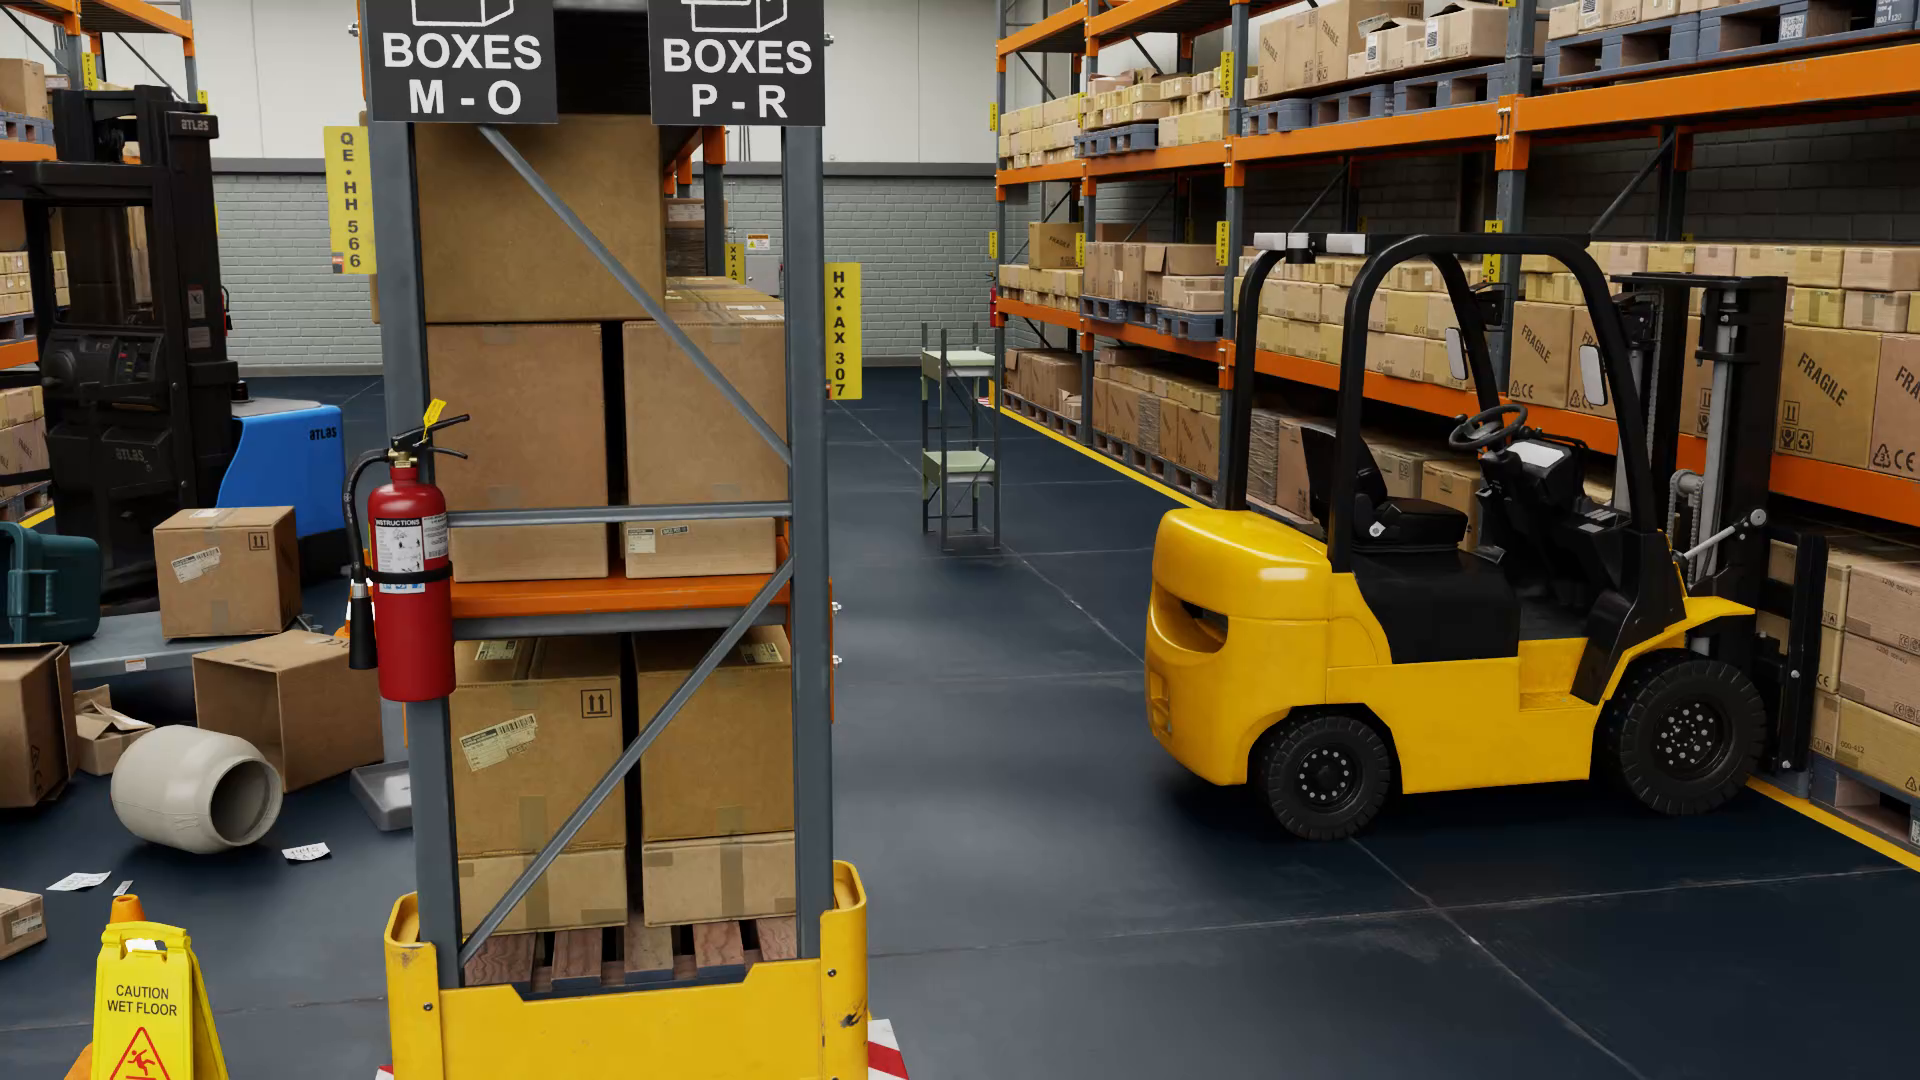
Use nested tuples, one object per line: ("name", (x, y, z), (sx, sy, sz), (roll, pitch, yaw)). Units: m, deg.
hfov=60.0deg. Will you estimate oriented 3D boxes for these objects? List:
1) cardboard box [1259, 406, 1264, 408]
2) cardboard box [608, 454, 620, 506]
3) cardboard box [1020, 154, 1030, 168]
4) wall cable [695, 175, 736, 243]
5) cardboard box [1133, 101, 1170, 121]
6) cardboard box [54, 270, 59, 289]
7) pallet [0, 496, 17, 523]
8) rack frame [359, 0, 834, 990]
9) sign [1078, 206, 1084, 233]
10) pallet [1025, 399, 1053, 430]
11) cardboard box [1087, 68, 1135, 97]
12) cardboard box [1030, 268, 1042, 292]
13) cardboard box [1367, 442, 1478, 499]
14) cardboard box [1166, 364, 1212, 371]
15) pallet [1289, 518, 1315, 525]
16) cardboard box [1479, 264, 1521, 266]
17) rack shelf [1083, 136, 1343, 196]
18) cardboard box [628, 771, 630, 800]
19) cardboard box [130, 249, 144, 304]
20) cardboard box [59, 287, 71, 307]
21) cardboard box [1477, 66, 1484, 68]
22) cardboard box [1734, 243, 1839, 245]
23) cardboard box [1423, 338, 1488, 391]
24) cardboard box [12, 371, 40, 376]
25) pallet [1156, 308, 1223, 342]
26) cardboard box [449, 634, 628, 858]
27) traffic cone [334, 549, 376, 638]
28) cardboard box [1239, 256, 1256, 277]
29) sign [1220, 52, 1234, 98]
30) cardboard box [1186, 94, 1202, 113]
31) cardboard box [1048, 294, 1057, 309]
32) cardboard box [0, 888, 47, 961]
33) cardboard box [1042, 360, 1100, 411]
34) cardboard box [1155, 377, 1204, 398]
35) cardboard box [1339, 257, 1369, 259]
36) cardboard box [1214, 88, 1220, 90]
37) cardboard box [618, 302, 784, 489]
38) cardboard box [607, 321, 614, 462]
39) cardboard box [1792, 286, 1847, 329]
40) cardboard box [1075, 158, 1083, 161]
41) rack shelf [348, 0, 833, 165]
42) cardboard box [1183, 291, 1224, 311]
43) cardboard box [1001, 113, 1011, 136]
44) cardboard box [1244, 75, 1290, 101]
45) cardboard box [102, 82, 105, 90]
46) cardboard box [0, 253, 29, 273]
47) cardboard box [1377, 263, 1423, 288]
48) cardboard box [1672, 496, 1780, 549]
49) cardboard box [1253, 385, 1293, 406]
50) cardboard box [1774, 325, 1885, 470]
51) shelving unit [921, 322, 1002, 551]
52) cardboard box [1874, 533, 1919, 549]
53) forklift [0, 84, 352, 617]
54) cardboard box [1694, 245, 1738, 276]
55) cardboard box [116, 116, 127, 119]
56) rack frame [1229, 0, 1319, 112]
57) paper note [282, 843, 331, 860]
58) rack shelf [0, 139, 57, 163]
("cardboard box", (2.610, -0.860, 13.753), (0.500, 0.500, 0.500), (-2, 11, -11))
("cardboard box", (-1.280, -0.180, 5.294), (0.380, 0.149, 0.250), (-2, 11, -10))
("cardboard box", (0.887, -4.262, 18.713), (0.380, 0.149, 0.250), (-2, 11, -11))
("wall cable", (-3.662, -4.575, 24.995), (0.588, 1.984, 0.122), (-2, 11, -11))
("cardboard box", (1.707, -3.692, 14.331), (0.380, 0.149, 0.250), (-2, 11, -10))
("cardboard box", (-7.620, -2.126, 13.599), (0.380, 0.149, 0.250), (-2, 11, -9))
("pallet", (-7.361, -0.097, 11.641), (1.003, 0.211, 1.213), (-2, 11, -11))
("rack frame", (-0.819, -0.055, 3.961), (1.000, 3.000, 0.127), (-2, 11, -11))
("sign", (1.486, -3.911, 20.280), (0.100, 0.325, 0.005), (-2, 11, -11))
("pallet", (1.342, -1.417, 18.577), (1.003, 0.211, 1.213), (-2, 11, -11))
("cardboard box", (1.431, -4.324, 15.747), (0.396, 0.266, 0.258), (-2, 11, -12))
("cardboard box", (1.082, -2.871, 18.366), (0.500, 0.250, 0.500), (-2, 11, -13))
("cardboard box", (3.015, -0.247, 10.200), (0.875, 0.625, 0.625), (-2, 11, -12))
("cardboard box", (2.182, -1.584, 15.826), (0.380, 0.149, 0.250), (-2, 11, -10))
("pallet", (2.849, 0.042, 10.909), (1.003, 0.211, 1.213), (-2, 11, -11))
("cardboard box", (3.295, -1.553, 9.829), (0.380, 0.149, 0.250), (-2, 11, -12))
("rack shelf", (2.104, -3.190, 14.336), (1.077, 0.370, 4.000), (-2, 11, -11))
("cardboard box", (-1.440, 0.760, 5.910), (0.500, 0.250, 0.500), (-3, 11, -13))
("cardboard box", (-7.941, -2.443, 15.445), (0.500, 0.500, 0.500), (-2, 11, -11))
("cardboard box", (-7.666, -2.027, 13.870), (0.380, 0.149, 0.250), (-2, 11, -11))
("cardboard box", (3.132, -2.779, 9.536), (0.380, 0.149, 0.250), (-2, 11, -11))
("cardboard box", (3.813, -1.297, 7.688), (0.380, 0.149, 0.250), (-2, 11, -12))
("cardboard box", (2.917, -0.979, 9.217), (0.500, 0.250, 0.500), (-2, 11, -10))
("cardboard box", (-7.596, -1.276, 13.936), (0.500, 0.250, 0.500), (-2, 11, -13))
("pallet", (2.293, -1.731, 13.280), (1.213, 0.211, 1.003), (-2, 11, -11))
("cardboard box", (-1.231, 0.584, 4.831), (0.500, 0.500, 0.500), (-2, 11, -11))
("traffic cone", (-3.211, 0.281, 8.980), (0.336, 0.463, 0.334), (-2, 11, -11))
("cardboard box", (2.266, -2.002, 12.189), (0.380, 0.149, 0.250), (-2, 11, -9))
("sign", (1.961, -3.411, 12.192), (0.100, 0.325, 0.005), (-2, 11, -11))
("cardboard box", (2.040, -3.496, 13.357), (0.380, 0.149, 0.250), (-2, 11, -11))
("cardboard box", (1.158, -2.551, 17.750), (0.380, 0.149, 0.250), (-2, 11, -12))
("cardboard box", (-3.055, 1.179, 5.104), (0.380, 0.149, 0.250), (4, 11, 18))
("cardboard box", (1.293, -1.684, 18.086), (0.700, 0.500, 0.500), (-3, 11, -13))
("cardboard box", (1.918, -1.326, 14.466), (0.380, 0.149, 0.250), (-3, 11, -14))
("cardboard box", (2.906, -1.925, 11.785), (0.380, 0.149, 0.250), (-2, 11, -11))
("cardboard box", (2.189, -3.549, 12.839), (0.380, 0.149, 0.250), (-3, 11, -13))
("cardboard box", (-0.743, -0.442, 4.932), (0.500, 0.500, 0.500), (-2, 11, -9))
("cardboard box", (-1.382, -0.523, 5.361), (0.500, 0.500, 0.500), (-2, 11, -11))
("cardboard box", (3.433, -0.891, 6.355), (0.380, 0.149, 0.250), (-2, 11, -11))
("cardboard box", (1.356, -3.842, 16.509), (0.380, 0.149, 0.250), (-2, 11, -11))
("rack shelf", (-1.208, -1.542, 5.675), (1.077, 0.370, 4.000), (-2, 11, -11))
("cardboard box", (1.989, -1.892, 13.166), (0.380, 0.149, 0.250), (-2, 11, -10))
("cardboard box", (0.777, -4.871, 19.514), (0.500, 0.250, 0.500), (-2, 11, -12))
("cardboard box", (2.263, -3.242, 11.921), (0.380, 0.166, 0.250), (-2, 11, -11))
("cardboard box", (-7.932, -4.056, 14.957), (0.380, 0.149, 0.250), (-2, 11, -12))
("cardboard box", (-7.522, -2.176, 13.062), (0.380, 0.149, 0.250), (-2, 11, -13))
("cardboard box", (2.710, -1.625, 10.210), (0.380, 0.149, 0.250), (-2, 11, -11))
("cardboard box", (3.255, -0.031, 7.394), (0.500, 0.250, 0.500), (-2, 11, -9))
("cardboard box", (2.545, -1.199, 13.803), (0.380, 0.149, 0.250), (-2, 11, -10))
("cardboard box", (3.504, -0.555, 6.323), (0.500, 0.500, 0.500), (-2, 11, -12))
("shelving unit", (0.001, -0.736, 11.550), (0.431, 1.500, 0.755), (-2, 11, -11))
("cardboard box", (3.954, 0.139, 6.502), (0.500, 0.250, 0.500), (-2, 11, -11))
("forklift", (-4.932, -1.018, 9.205), (1.130, 2.935, 3.031), (5, 12, 25))
("cardboard box", (3.371, -1.181, 7.080), (0.380, 0.149, 0.250), (-2, 11, -11))
("cardboard box", (-7.939, -3.891, 15.159), (0.500, 0.250, 0.500), (-2, 11, -11))
("rack frame", (2.493, -4.650, 12.061), (1.000, 3.000, 0.127), (-2, 11, -11))
("paper note", (-2.304, 1.095, 5.863), (0.142, 0.019, 0.148), (-6, 13, -31))
("rack shelf", (-7.600, -2.810, 12.341), (1.077, 0.370, 4.000), (-2, 11, -11))
